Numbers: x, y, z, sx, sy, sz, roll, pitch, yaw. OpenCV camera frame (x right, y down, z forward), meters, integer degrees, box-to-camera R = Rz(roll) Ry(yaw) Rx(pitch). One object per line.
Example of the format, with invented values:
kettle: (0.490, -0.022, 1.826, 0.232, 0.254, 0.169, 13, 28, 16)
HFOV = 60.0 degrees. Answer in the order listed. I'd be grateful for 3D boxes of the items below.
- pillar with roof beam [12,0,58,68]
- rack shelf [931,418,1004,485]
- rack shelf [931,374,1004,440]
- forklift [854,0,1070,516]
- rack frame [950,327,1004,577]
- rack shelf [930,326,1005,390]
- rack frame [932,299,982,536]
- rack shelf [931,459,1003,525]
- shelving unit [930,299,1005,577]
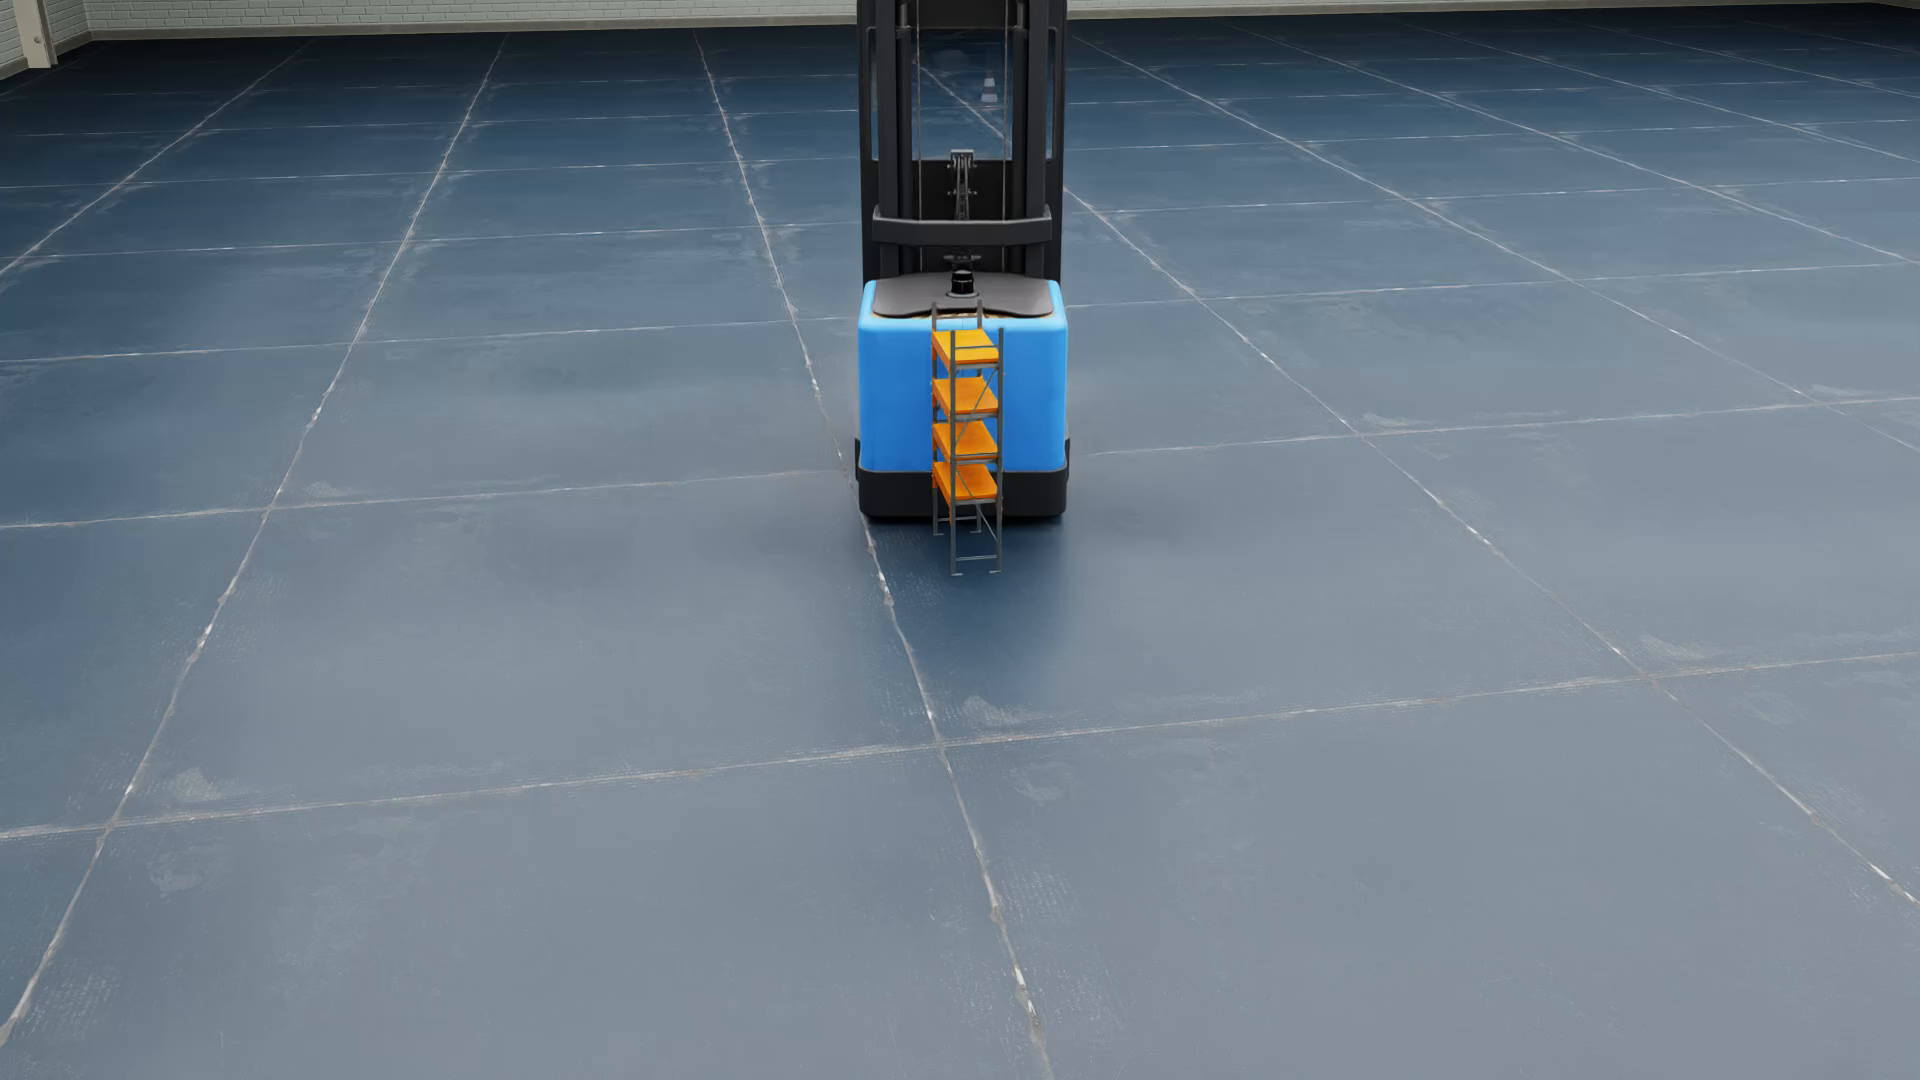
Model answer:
pillar with roof beam: (-8.881, -11.216, 22.687, 9.100, 9.000, 0.400, -4, 24, -10)
rack shelf: (0.031, -0.423, 7.888, 0.258, 0.148, 0.480, -4, 24, -10)
rack shelf: (0.031, -0.628, 7.798, 0.258, 0.148, 0.480, -4, 24, -10)
forklift: (0.008, -2.002, 9.173, 1.130, 2.935, 3.031, 0, 24, 0)
rack frame: (0.076, -0.389, 7.641, 0.240, 1.200, 0.015, -4, 24, -10)
rack shelf: (0.031, -0.845, 7.703, 0.258, 0.148, 0.480, -4, 24, -10)
rack frame: (-0.015, -0.581, 8.081, 0.240, 1.200, 0.015, -4, 24, -10)
rack shelf: (0.031, -0.241, 7.967, 0.258, 0.148, 0.480, -4, 24, -10)
shelving unit: (0.031, -0.485, 7.861, 0.258, 1.200, 0.503, -4, 24, -10)
